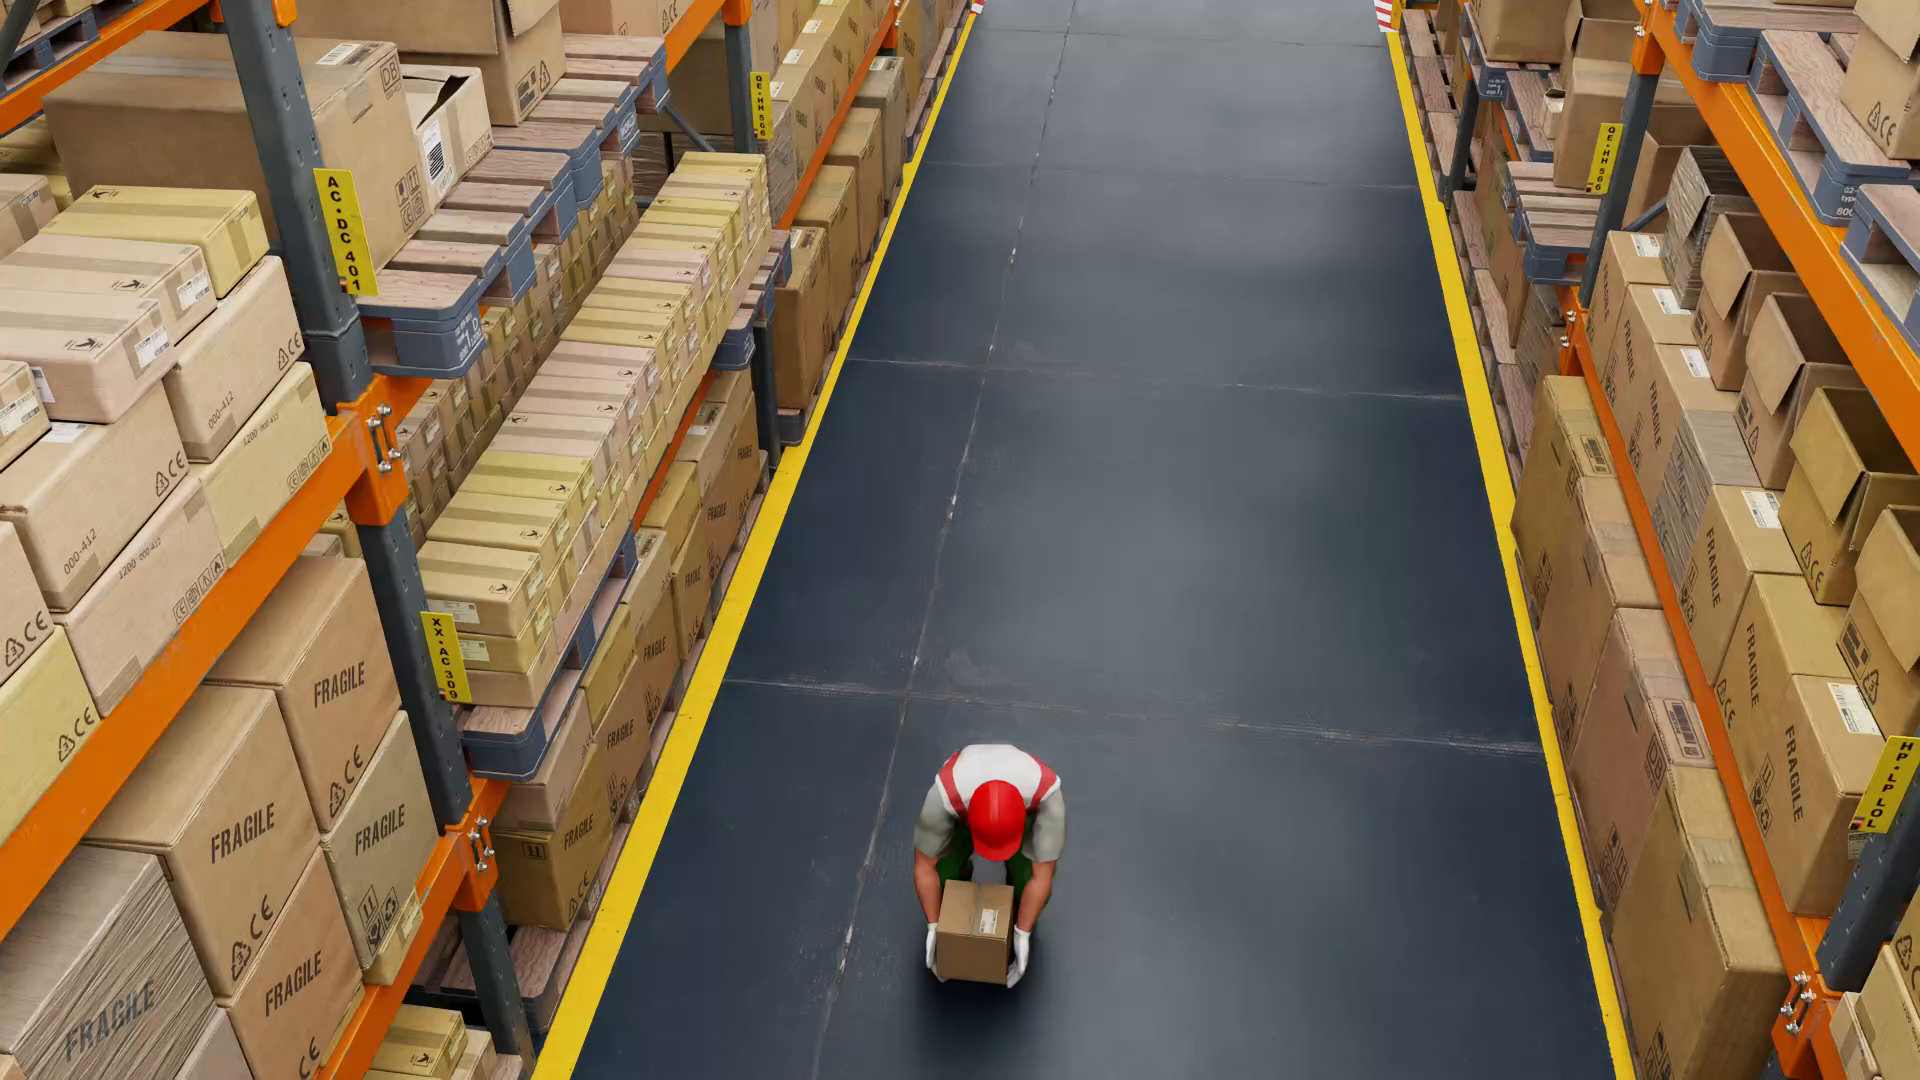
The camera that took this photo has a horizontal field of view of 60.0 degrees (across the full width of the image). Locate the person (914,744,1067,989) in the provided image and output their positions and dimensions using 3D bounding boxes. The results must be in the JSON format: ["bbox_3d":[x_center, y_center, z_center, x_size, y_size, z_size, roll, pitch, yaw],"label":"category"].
[{"bbox_3d":[0.116,1.094,6.191,0.570,0.992,0.869,4,36,6],"label":"person"}]
